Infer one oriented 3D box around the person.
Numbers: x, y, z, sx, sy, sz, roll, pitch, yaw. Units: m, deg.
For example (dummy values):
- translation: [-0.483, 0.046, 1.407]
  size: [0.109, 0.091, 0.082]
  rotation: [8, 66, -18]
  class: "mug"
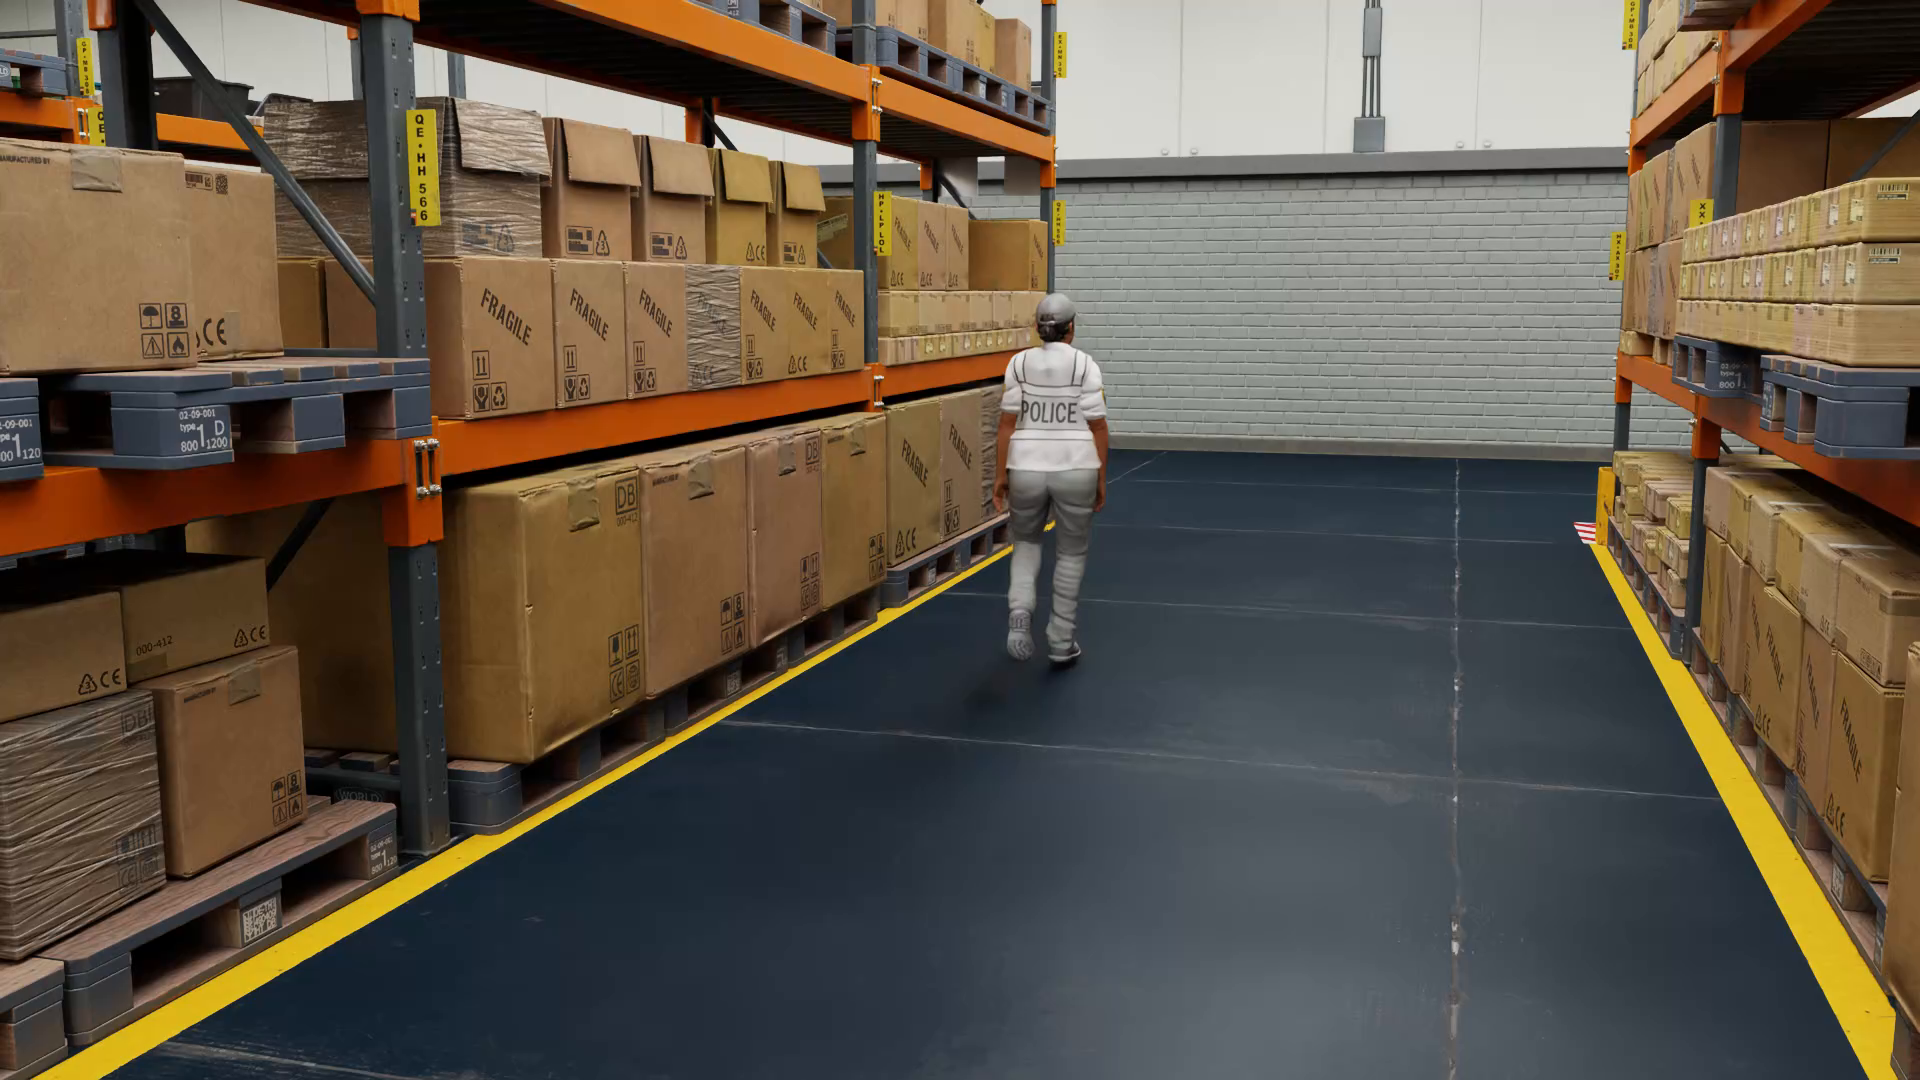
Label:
- translation: [0.420, -0.277, 7.533]
  size: [0.514, 1.664, 0.458]
  rotation: [3, 9, 17]
  class: "person"
